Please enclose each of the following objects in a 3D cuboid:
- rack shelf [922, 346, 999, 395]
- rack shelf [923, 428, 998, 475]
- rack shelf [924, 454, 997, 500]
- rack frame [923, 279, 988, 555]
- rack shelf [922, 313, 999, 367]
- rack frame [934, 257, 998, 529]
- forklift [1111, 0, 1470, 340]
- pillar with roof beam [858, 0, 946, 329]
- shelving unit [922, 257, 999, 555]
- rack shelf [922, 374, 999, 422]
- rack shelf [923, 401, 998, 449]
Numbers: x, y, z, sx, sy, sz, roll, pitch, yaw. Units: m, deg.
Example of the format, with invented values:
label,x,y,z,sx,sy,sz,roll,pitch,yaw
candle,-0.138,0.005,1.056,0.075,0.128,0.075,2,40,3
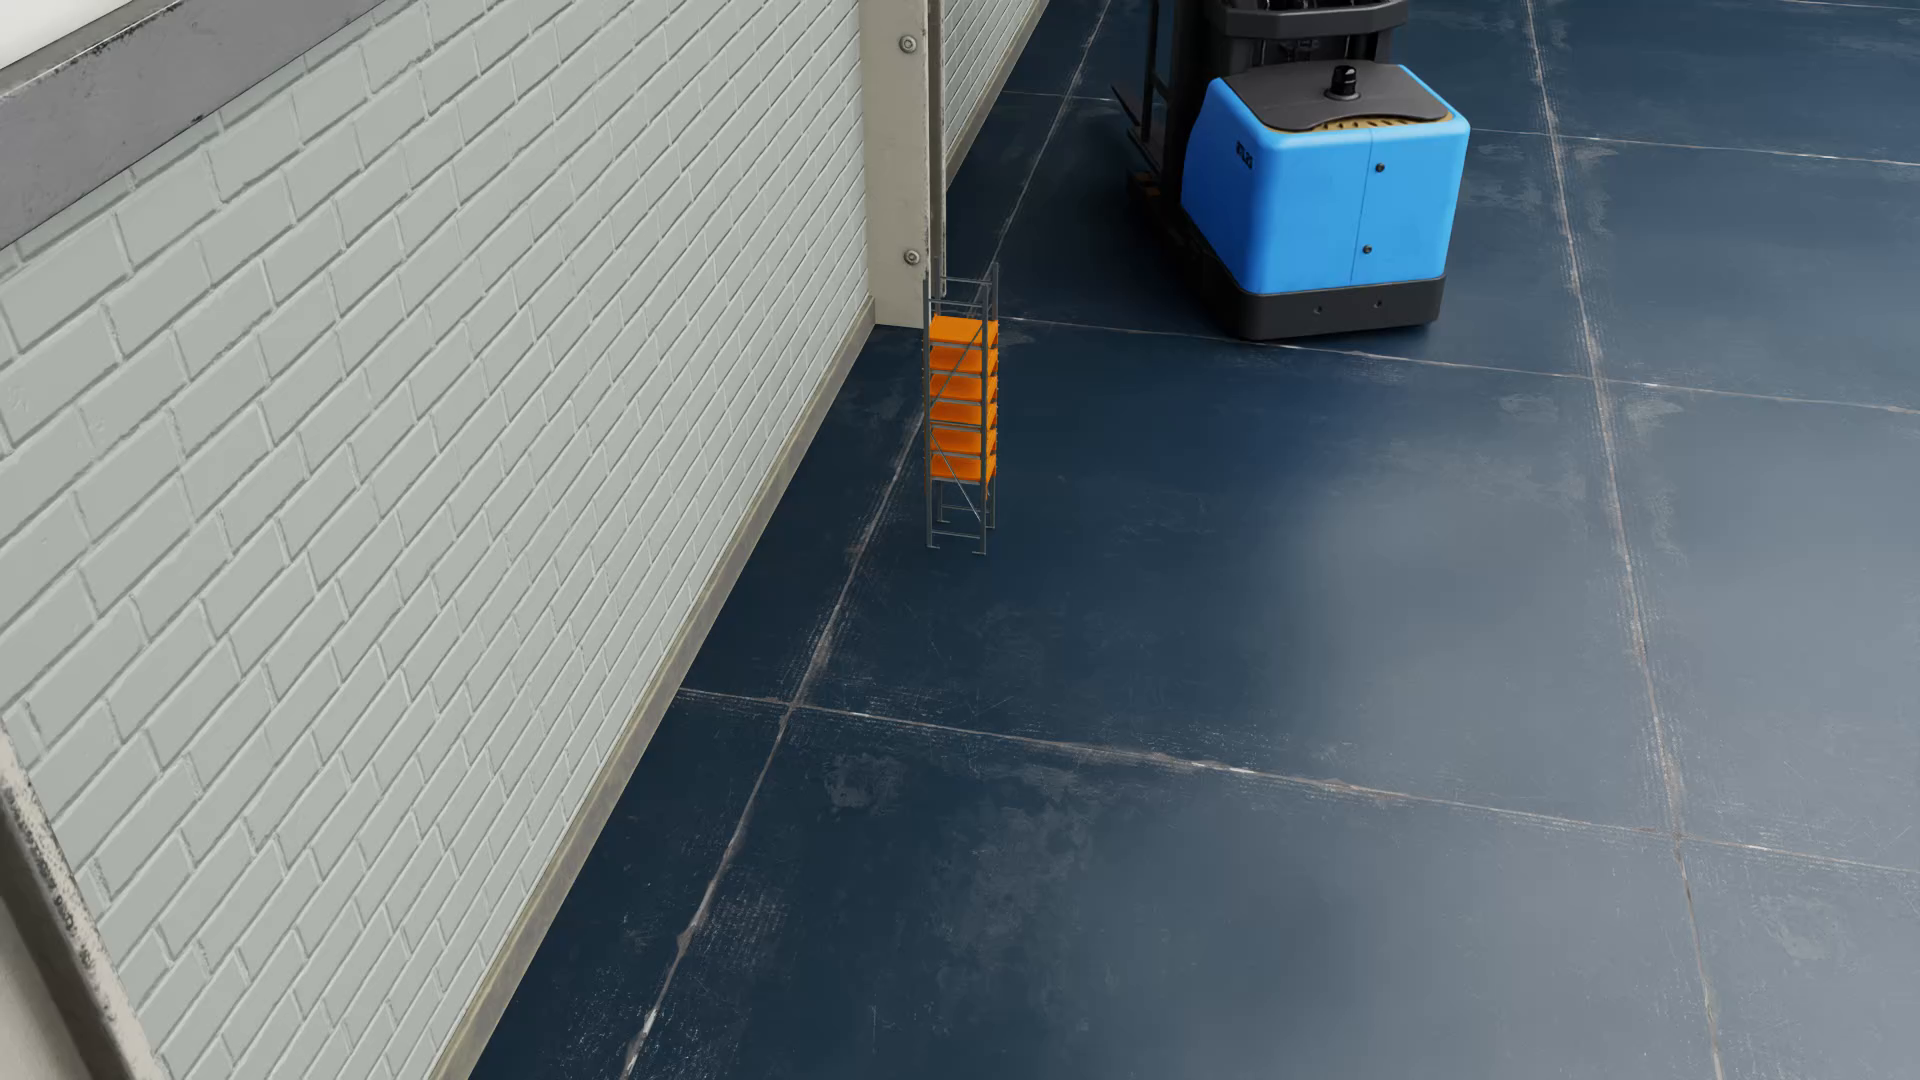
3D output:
label,x,y,z,sx,sy,sz,roll,pitch,yaw
rack shelf,0.003,-0.652,6.295,0.258,0.103,0.180,7,37,10
rack shelf,0.003,-0.361,6.506,0.258,0.103,0.180,7,37,10
rack shelf,0.003,-0.264,6.576,0.258,0.103,0.180,7,37,10
rack frame,-0.016,-0.442,6.337,0.240,1.200,0.006,7,37,10
rack shelf,0.003,-0.750,6.224,0.258,0.103,0.180,7,37,10
rack frame,0.023,-0.547,6.482,0.240,1.200,0.006,7,37,10
forklift,1.558,-3.003,8.396,1.130,2.935,3.031,-7,36,-9
pillar with roof beam,3.944,-4.275,4.980,9.100,9.000,0.400,7,37,10
shelving unit,0.003,-0.494,6.409,0.258,1.200,0.189,7,37,10
rack shelf,0.003,-0.555,6.365,0.258,0.103,0.180,7,37,10
rack shelf,0.003,-0.458,6.435,0.258,0.103,0.180,7,37,10
